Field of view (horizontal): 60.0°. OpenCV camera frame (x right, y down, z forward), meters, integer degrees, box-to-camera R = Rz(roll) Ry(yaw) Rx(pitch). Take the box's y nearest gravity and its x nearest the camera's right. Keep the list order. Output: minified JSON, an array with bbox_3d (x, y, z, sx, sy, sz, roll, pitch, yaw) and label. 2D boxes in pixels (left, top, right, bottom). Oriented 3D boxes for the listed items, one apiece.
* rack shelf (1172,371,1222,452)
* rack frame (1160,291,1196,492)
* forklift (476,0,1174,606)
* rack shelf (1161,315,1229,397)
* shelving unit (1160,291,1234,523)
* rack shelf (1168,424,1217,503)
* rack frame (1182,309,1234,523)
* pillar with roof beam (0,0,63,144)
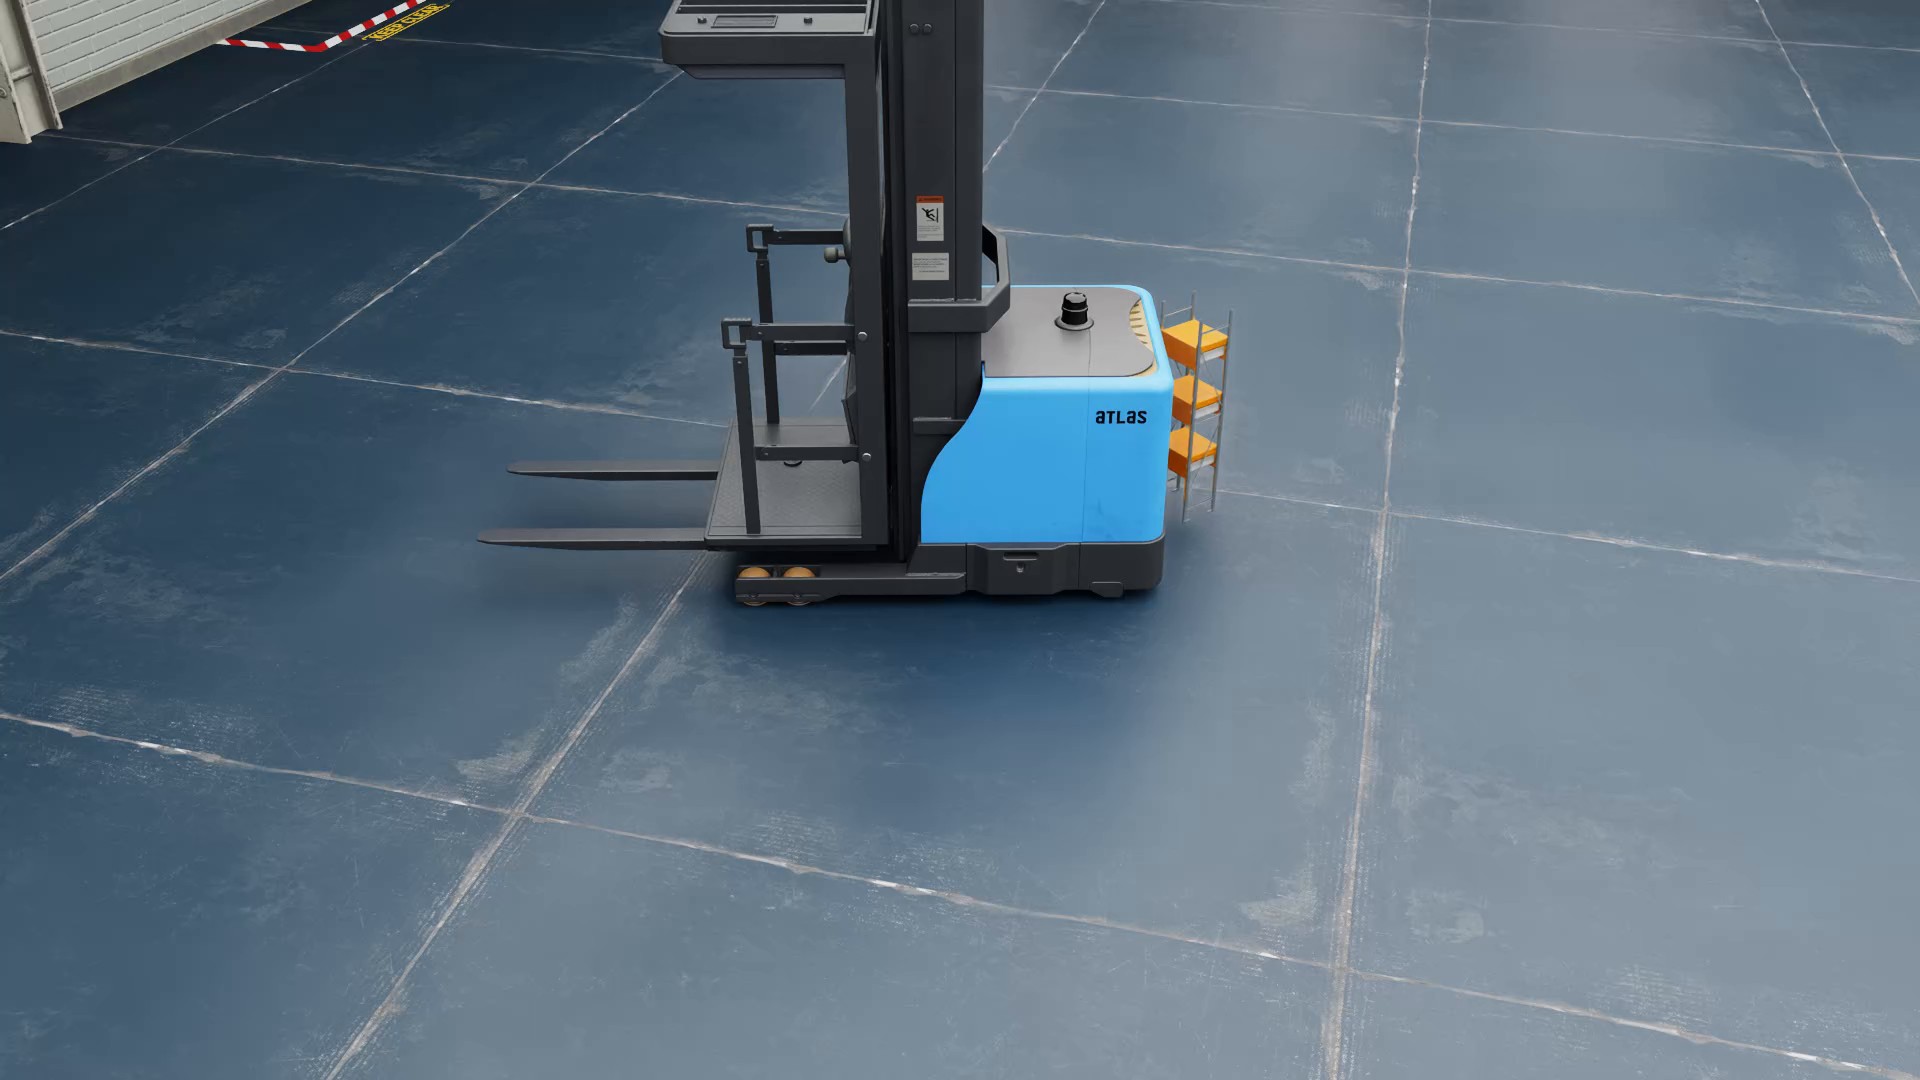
[{"bbox_3d":[1.065,-0.600,7.735,0.215,0.259,0.240,-21,38,-30],"label":"rack shelf"},{"bbox_3d":[0.993,-0.662,7.812,0.200,1.050,0.008,-21,38,-30],"label":"rack frame"},{"bbox_3d":[-0.624,-1.234,6.959,3.031,2.935,1.130,0,32,0],"label":"forklift"},{"bbox_3d":[1.065,-0.840,7.583,0.215,0.259,0.240,-21,38,-30],"label":"rack shelf"},{"bbox_3d":[1.065,-0.609,7.729,0.215,1.050,0.252,-21,38,-30],"label":"shelving unit"},{"bbox_3d":[1.065,-0.365,7.884,0.215,0.259,0.240,-21,38,-30],"label":"rack shelf"},{"bbox_3d":[1.137,-0.556,7.646,0.200,1.050,0.008,-21,38,-30],"label":"rack frame"},{"bbox_3d":[-2.891,-6.288,9.254,9.100,9.000,0.400,8,33,12],"label":"pillar with roof beam"}]
